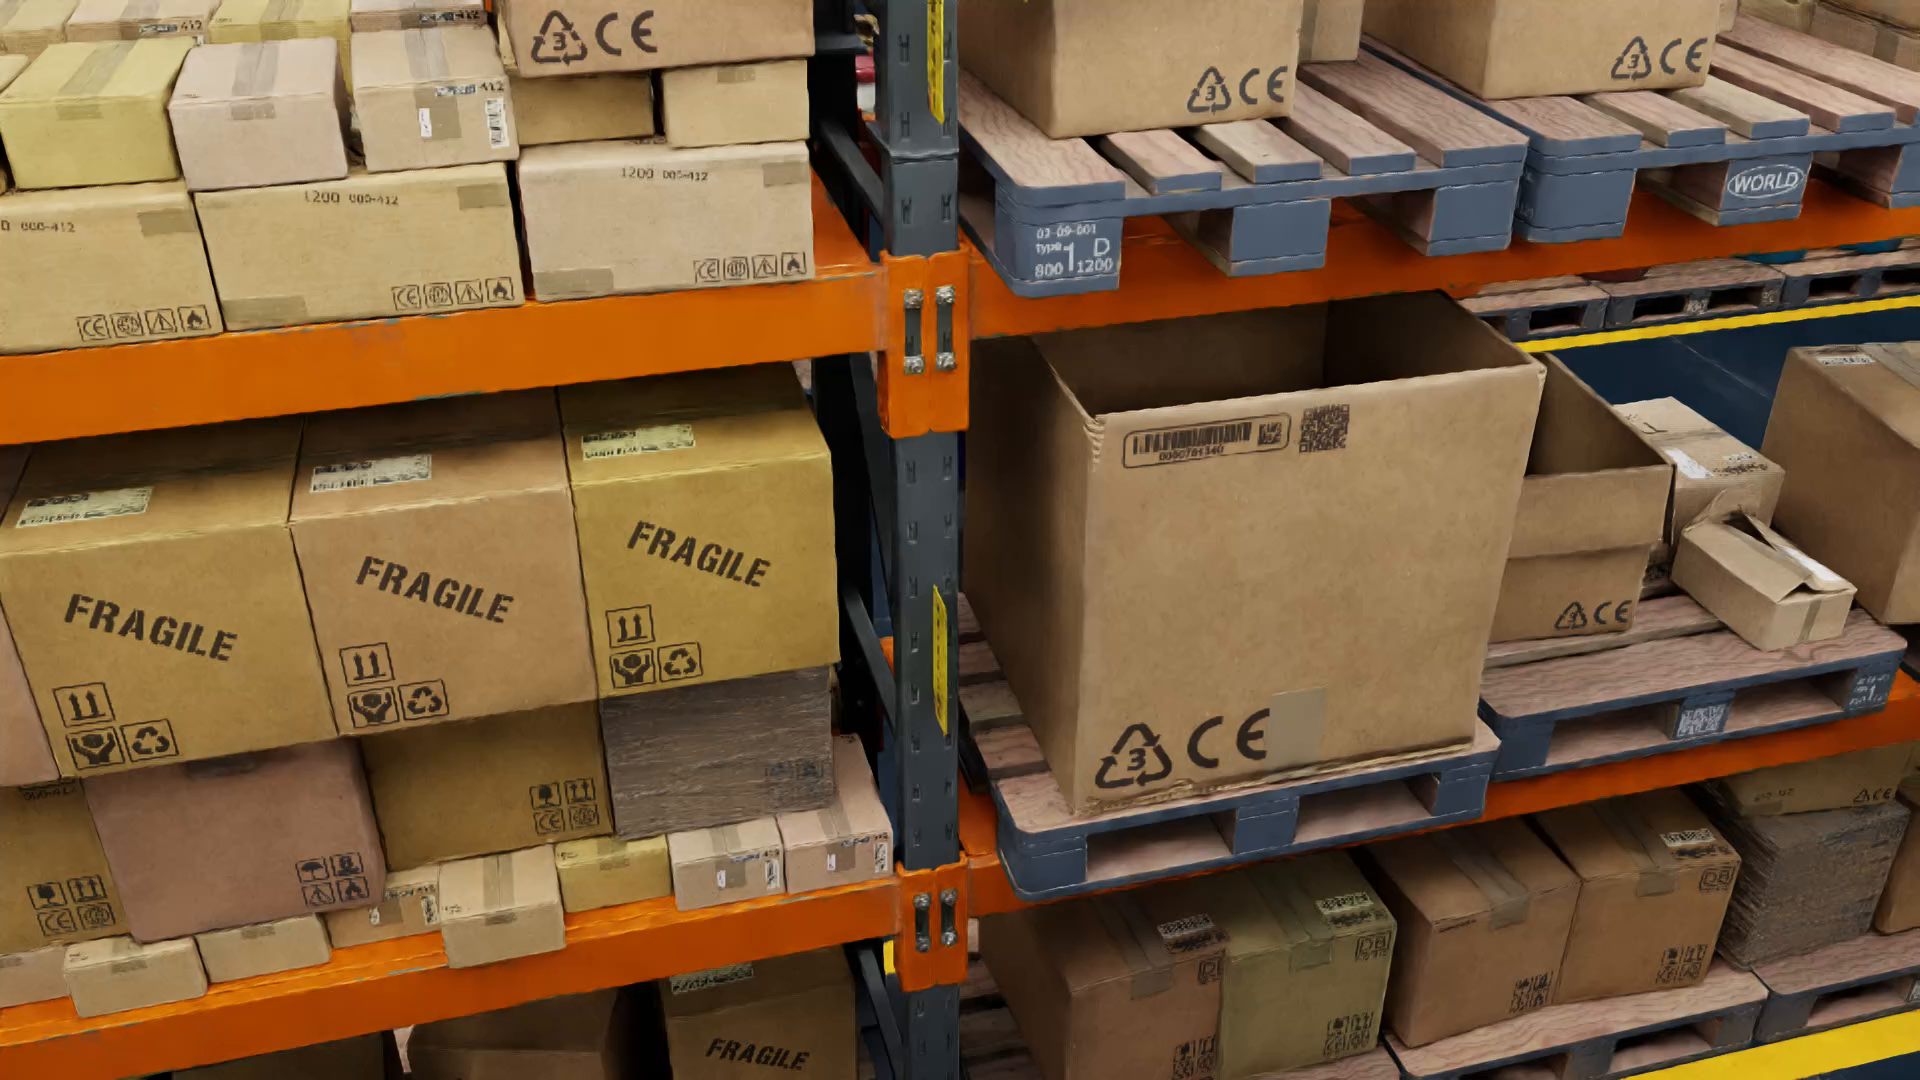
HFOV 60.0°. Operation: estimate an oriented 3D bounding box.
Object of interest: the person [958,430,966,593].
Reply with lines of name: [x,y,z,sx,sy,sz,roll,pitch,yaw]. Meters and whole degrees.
person: [0.042,-0.080,6.253,0.483,1.668,0.363,-8,31,-14]
